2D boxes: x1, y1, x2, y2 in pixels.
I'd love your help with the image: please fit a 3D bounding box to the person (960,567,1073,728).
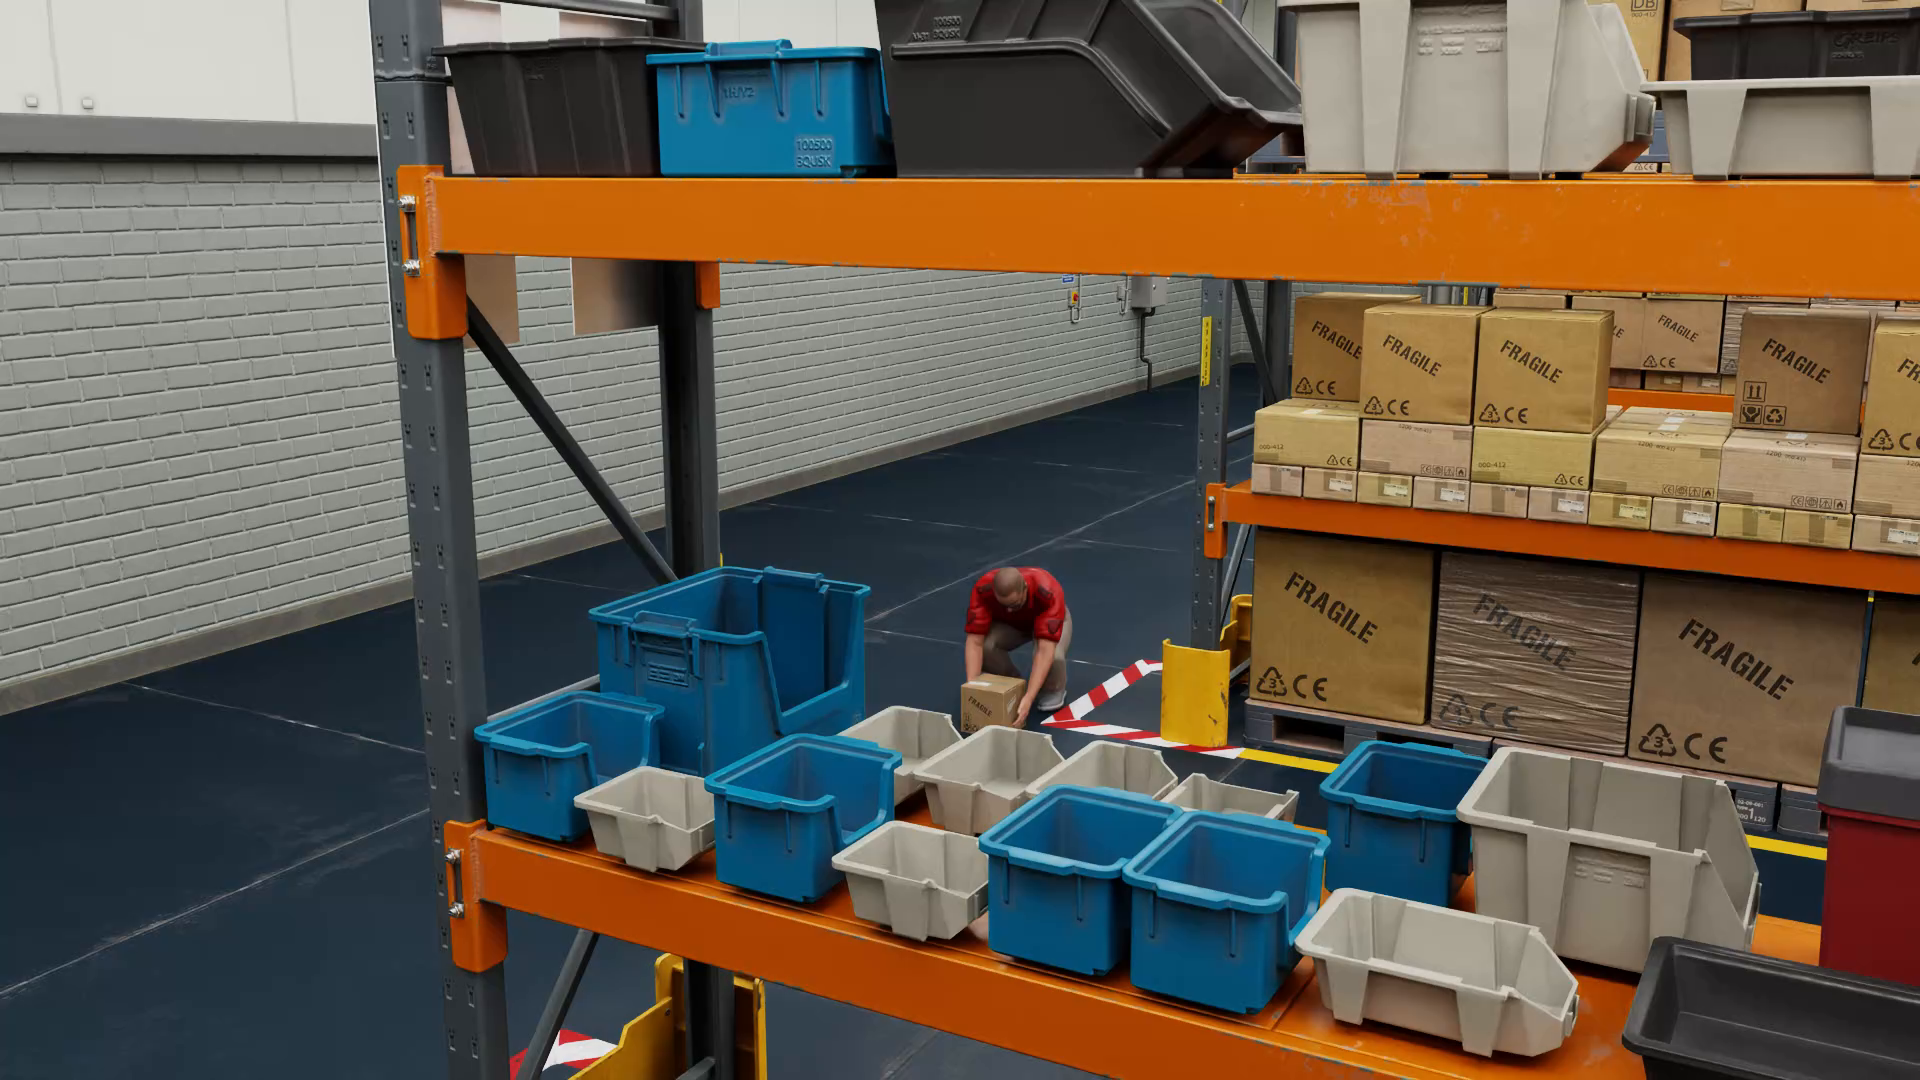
[{"bbox_3d":[0.326,0.491,8.816,0.549,0.865,0.880,5,13,22],"label":"person"}]
